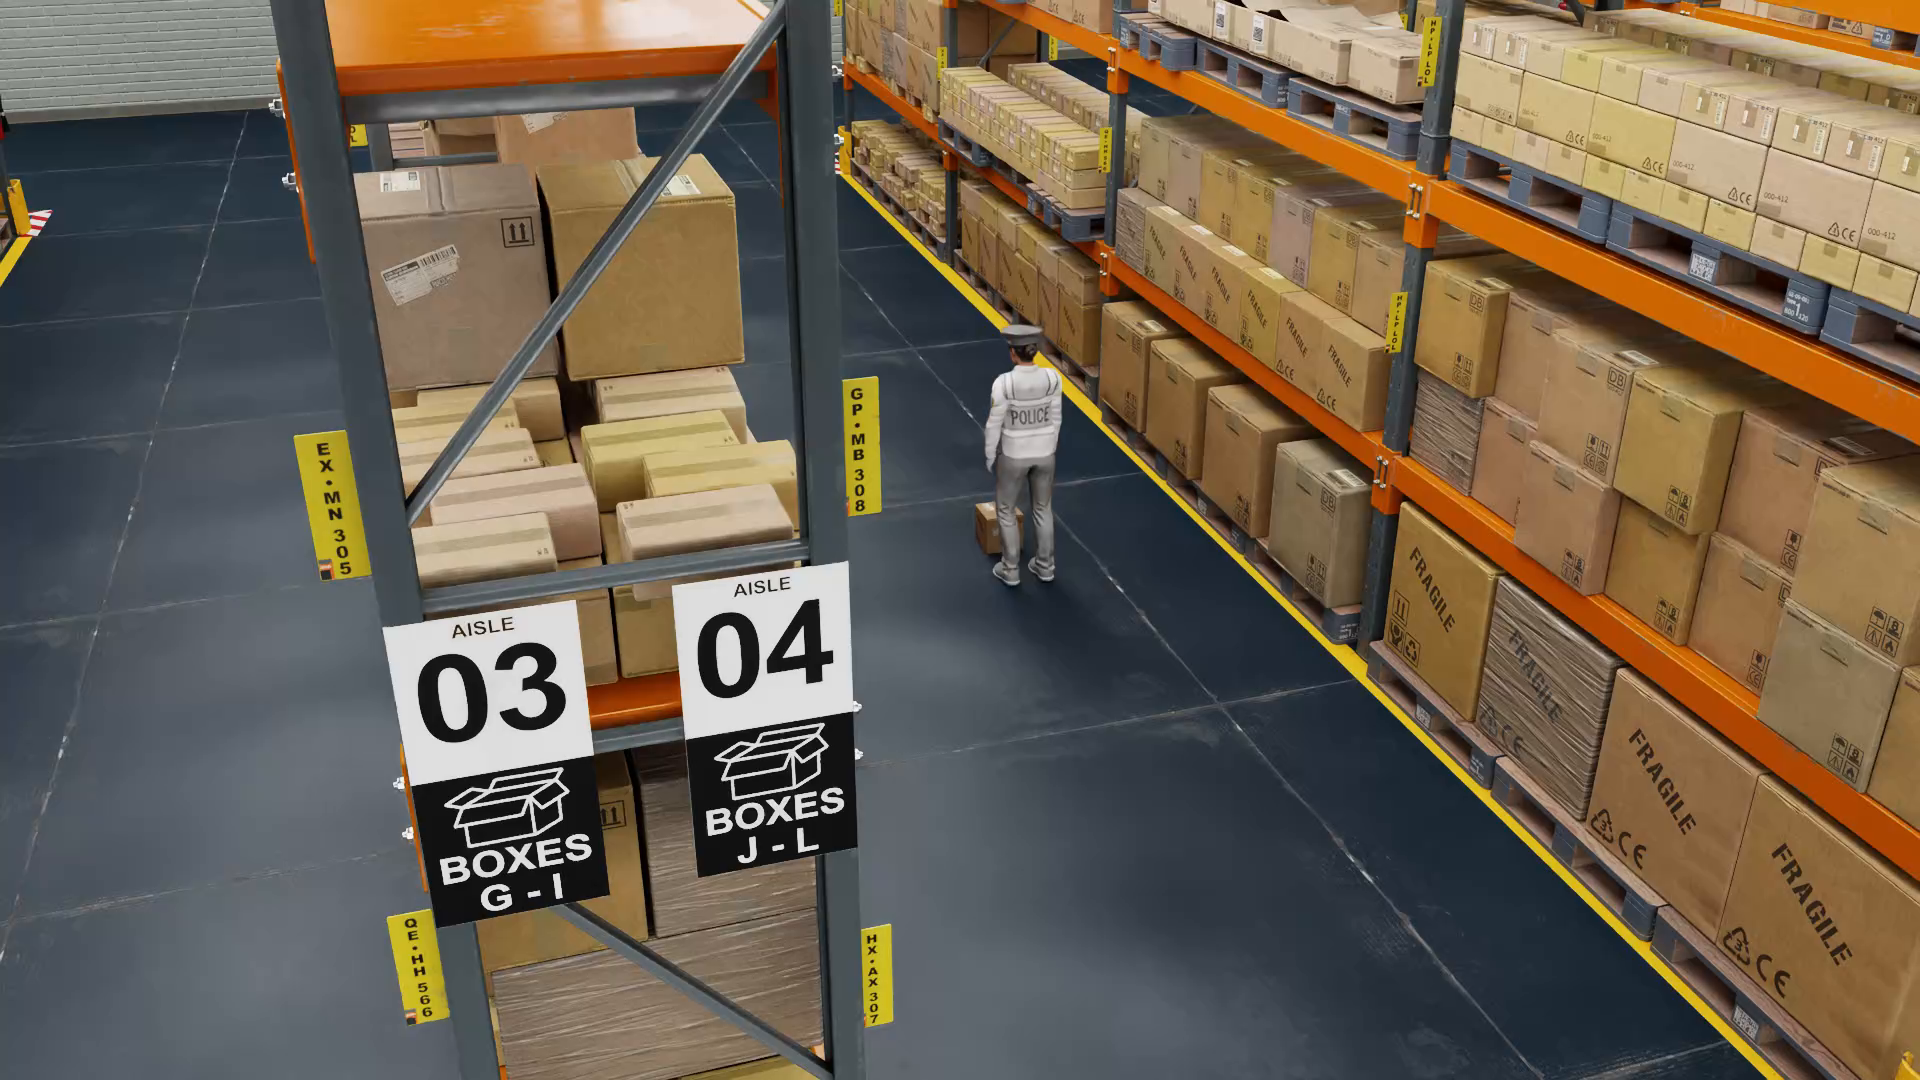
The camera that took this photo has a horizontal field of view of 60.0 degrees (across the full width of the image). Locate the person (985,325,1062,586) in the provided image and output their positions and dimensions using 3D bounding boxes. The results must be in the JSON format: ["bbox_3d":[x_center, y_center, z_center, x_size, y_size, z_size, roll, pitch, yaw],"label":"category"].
[{"bbox_3d":[0.381,-0.506,10.146,0.476,1.659,0.338,-8,28,-15],"label":"person"}]
